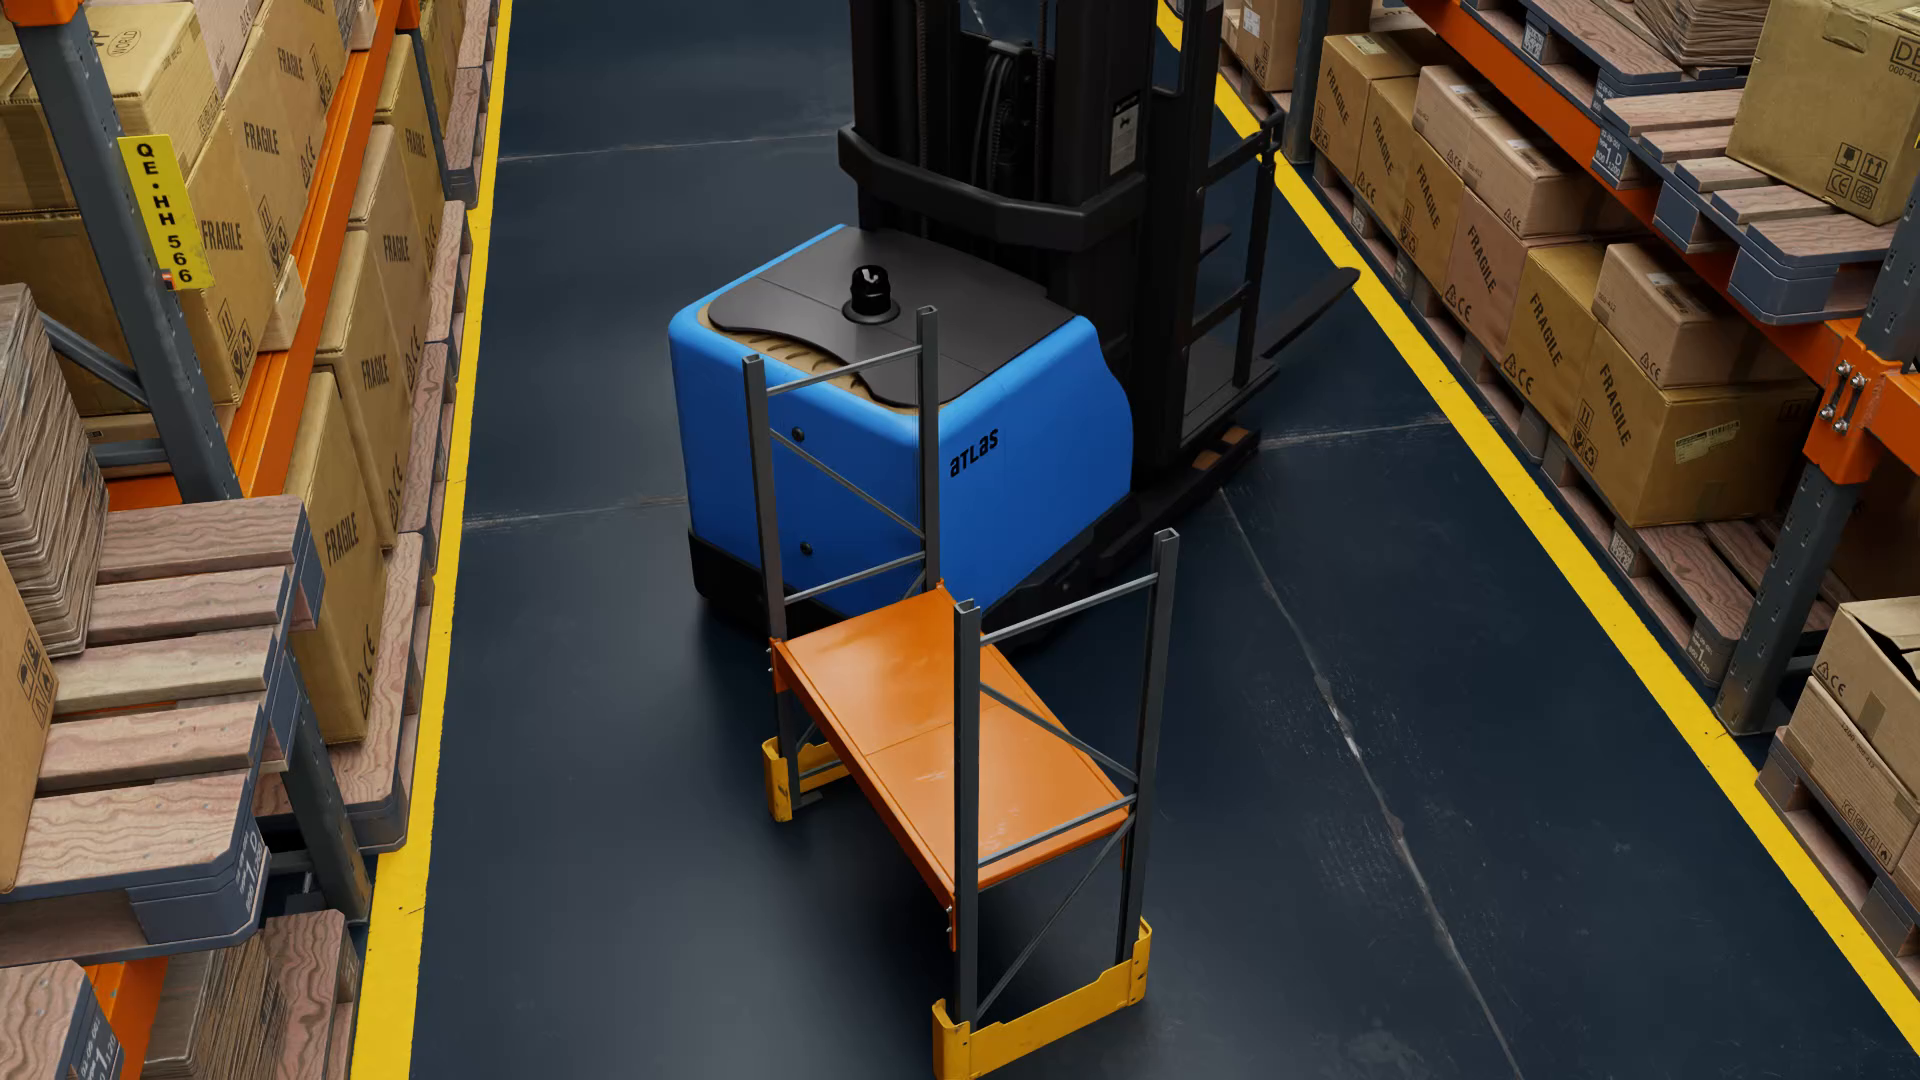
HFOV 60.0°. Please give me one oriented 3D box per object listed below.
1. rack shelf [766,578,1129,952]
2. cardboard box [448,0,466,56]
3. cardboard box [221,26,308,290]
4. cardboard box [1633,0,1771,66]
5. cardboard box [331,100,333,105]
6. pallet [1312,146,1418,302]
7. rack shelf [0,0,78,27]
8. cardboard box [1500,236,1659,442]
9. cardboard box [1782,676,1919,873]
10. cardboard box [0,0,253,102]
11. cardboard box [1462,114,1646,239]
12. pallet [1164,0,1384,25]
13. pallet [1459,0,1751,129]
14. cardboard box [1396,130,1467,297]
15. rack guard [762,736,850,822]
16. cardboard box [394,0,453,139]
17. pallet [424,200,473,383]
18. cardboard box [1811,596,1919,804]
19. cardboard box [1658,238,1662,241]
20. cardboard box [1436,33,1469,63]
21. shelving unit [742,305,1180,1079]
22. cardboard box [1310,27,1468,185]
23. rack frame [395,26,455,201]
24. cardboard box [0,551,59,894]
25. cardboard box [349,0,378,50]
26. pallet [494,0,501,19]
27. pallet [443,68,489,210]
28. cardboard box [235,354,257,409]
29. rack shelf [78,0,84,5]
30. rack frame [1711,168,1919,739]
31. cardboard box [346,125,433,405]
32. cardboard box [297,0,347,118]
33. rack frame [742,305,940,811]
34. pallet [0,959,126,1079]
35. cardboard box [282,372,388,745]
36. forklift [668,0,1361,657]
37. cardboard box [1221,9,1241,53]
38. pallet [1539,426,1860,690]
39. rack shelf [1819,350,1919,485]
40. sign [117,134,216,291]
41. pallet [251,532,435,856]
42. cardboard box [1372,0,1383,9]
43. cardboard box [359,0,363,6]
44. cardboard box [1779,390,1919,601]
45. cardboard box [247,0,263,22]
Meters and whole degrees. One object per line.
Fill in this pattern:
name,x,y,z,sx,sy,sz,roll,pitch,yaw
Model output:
rack shelf,-0.033,0.518,4.154,0.538,0.185,1.000,-19,42,-23
cardboard box,-2.984,-2.815,8.624,0.700,0.500,0.500,-5,38,-7
cardboard box,-1.996,-0.947,4.184,0.500,0.500,0.500,-5,38,-6
cardboard box,2.602,-1.826,5.231,0.700,0.500,0.500,0,38,1
cardboard box,-2.264,-1.523,5.454,0.380,0.149,0.250,-7,38,-9
pallet,2.275,-1.507,7.517,1.003,0.211,1.213,-6,38,-8
rack shelf,-1.729,0.164,1.236,1.077,0.370,4.000,-6,38,-8
cardboard box,2.311,-0.718,5.908,0.500,0.500,0.500,-8,38,-10
cardboard box,2.599,0.589,4.446,0.500,0.250,0.500,-6,38,-8
cardboard box,-2.001,-1.231,3.939,0.500,0.250,0.500,-7,38,-9
cardboard box,2.204,-1.352,6.114,0.500,0.250,0.500,-7,38,-9
pallet,1.758,-3.147,9.629,1.003,0.211,1.213,-6,38,-8
pallet,2.451,-1.777,5.749,1.003,0.211,1.213,-6,38,-8
cardboard box,2.125,-1.340,6.708,0.500,0.500,0.500,-6,38,-7
rack guard,-0.279,0.598,4.777,0.587,0.250,0.087,-19,42,-23
cardboard box,-2.812,-2.201,7.834,0.700,0.500,0.500,-6,38,-7
pallet,-2.572,-1.001,6.866,1.003,0.211,1.213,-6,38,-8
cardboard box,2.599,0.367,4.274,0.500,0.311,0.500,-5,38,-6
cardboard box,2.817,-0.790,6.001,0.500,0.500,0.500,-7,38,-9
cardboard box,2.464,-2.014,7.577,0.500,0.500,0.500,-6,38,-8
shelving unit,-0.038,0.371,4.049,0.587,1.500,1.083,-19,42,-23
cardboard box,1.940,-1.963,7.511,0.500,0.500,0.500,-8,39,-10
rack frame,-2.781,-2.560,6.600,1.000,3.000,0.127,-6,38,-8
cardboard box,-1.863,0.260,2.530,0.700,0.500,0.500,-10,39,-12
cardboard box,-2.271,-1.830,5.850,0.380,0.149,0.250,-6,38,-8
pallet,-3.265,-3.400,9.955,1.003,0.211,1.213,-6,38,-8
pallet,-2.838,-1.926,8.058,1.003,0.211,1.213,-6,38,-8
cardboard box,-1.945,-0.430,4.046,0.380,0.149,0.250,-6,38,-7
rack shelf,-2.431,-2.252,4.346,1.077,0.370,4.000,-6,38,-8
rack frame,2.796,-0.679,4.179,1.000,3.000,0.127,-6,38,-8
cardboard box,-2.381,-0.962,5.953,0.750,0.750,0.750,-5,38,-7
cardboard box,-2.181,-1.561,4.973,0.500,0.500,0.500,-5,38,-7
rack frame,-0.280,0.103,4.394,0.500,1.500,0.032,-19,42,-23
pallet,-1.693,1.123,2.016,1.003,0.211,1.213,-6,38,-8
cardboard box,-2.080,0.081,4.611,0.750,0.750,0.750,-7,38,-9
forklift,0.439,-1.483,5.270,1.130,2.935,3.031,26,45,29
cardboard box,1.591,-2.677,8.715,0.380,0.149,0.250,-6,38,-8
pallet,2.703,-0.033,5.620,1.003,0.211,1.213,-6,38,-8
rack shelf,3.147,0.813,2.845,1.077,0.370,4.000,-6,38,-8
sign,-1.548,-0.634,3.242,0.100,0.325,0.005,-6,38,-8
pallet,-2.144,0.473,4.969,1.003,0.211,1.213,-6,38,-8
cardboard box,2.073,-2.948,9.051,0.380,0.166,0.250,-6,38,-8
cardboard box,-2.353,-2.166,5.753,0.500,0.500,0.500,-6,38,-8
cardboard box,2.998,-0.171,5.204,0.500,0.500,0.500,-5,38,-6
cardboard box,-2.092,-1.533,4.327,0.500,0.250,0.500,-6,38,-8
